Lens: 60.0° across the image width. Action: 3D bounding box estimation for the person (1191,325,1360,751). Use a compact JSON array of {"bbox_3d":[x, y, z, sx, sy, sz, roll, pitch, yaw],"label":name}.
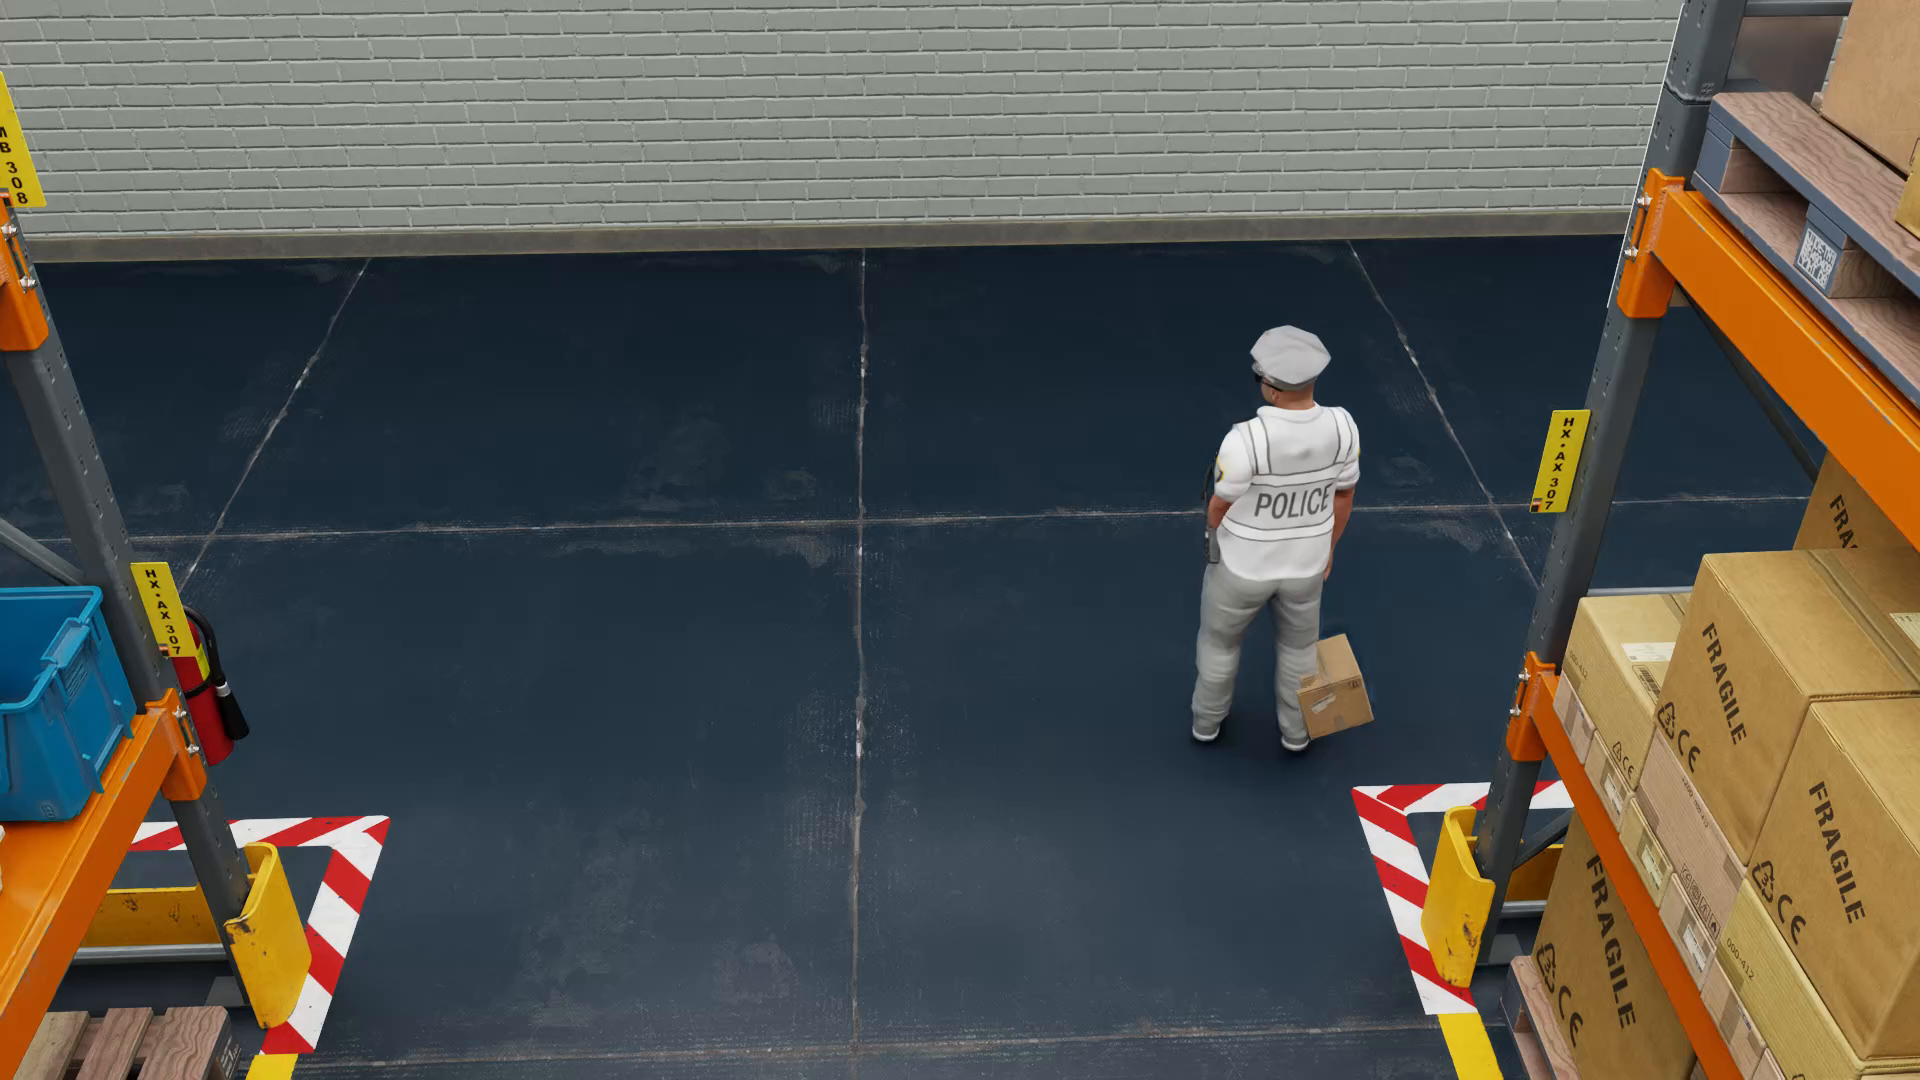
[{"bbox_3d":[1.141,0.030,6.050,0.579,1.769,0.503,-8,36,-11],"label":"person"}]
